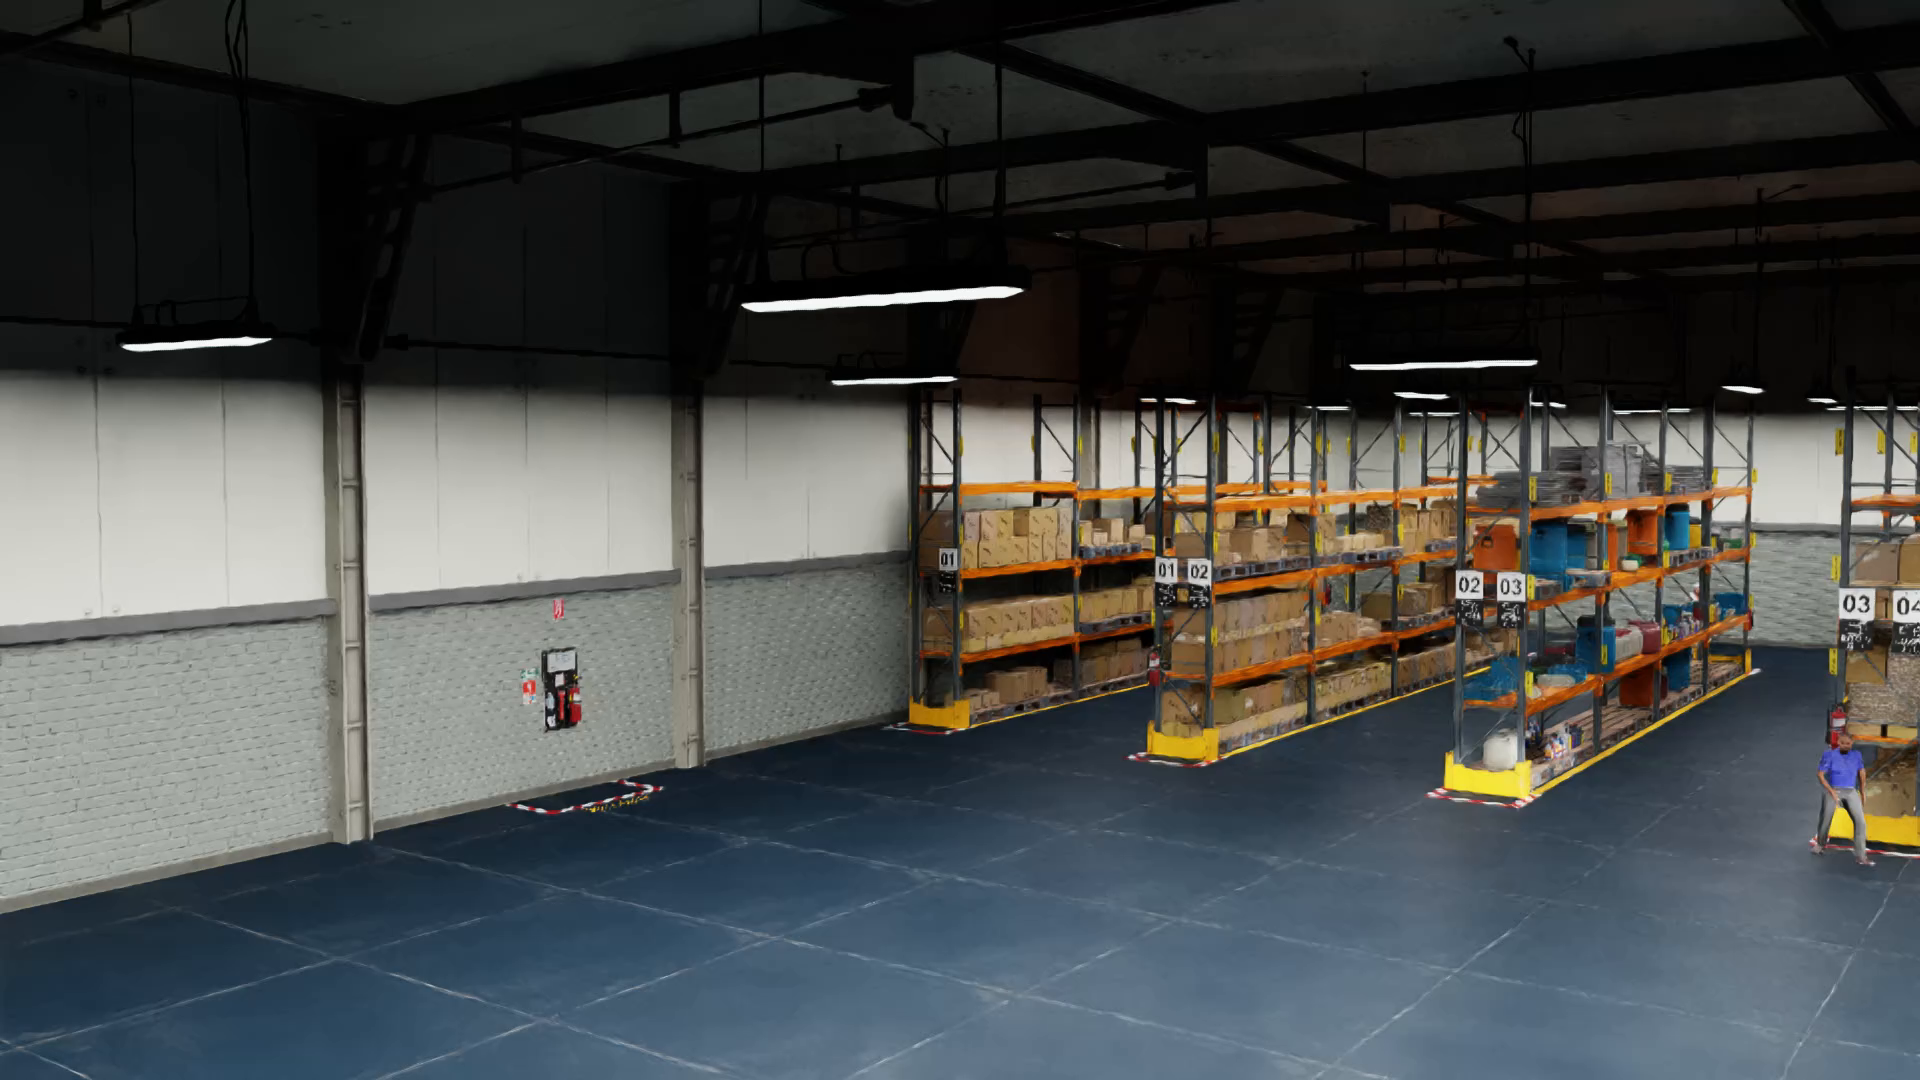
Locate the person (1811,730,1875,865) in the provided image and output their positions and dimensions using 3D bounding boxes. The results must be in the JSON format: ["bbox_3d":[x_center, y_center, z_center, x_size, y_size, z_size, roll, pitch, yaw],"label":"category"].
[{"bbox_3d":[10.636,3.063,20.031,0.621,1.574,0.828,1,3,19],"label":"person"}]

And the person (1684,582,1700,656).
[{"bbox_3d":[17.328,1.864,39.441,0.734,1.779,0.534,0,3,-3],"label":"person"}]

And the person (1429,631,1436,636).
[{"bbox_3d":[11.963,1.763,42.707,0.636,1.586,0.529,-1,3,-18],"label":"person"}]
